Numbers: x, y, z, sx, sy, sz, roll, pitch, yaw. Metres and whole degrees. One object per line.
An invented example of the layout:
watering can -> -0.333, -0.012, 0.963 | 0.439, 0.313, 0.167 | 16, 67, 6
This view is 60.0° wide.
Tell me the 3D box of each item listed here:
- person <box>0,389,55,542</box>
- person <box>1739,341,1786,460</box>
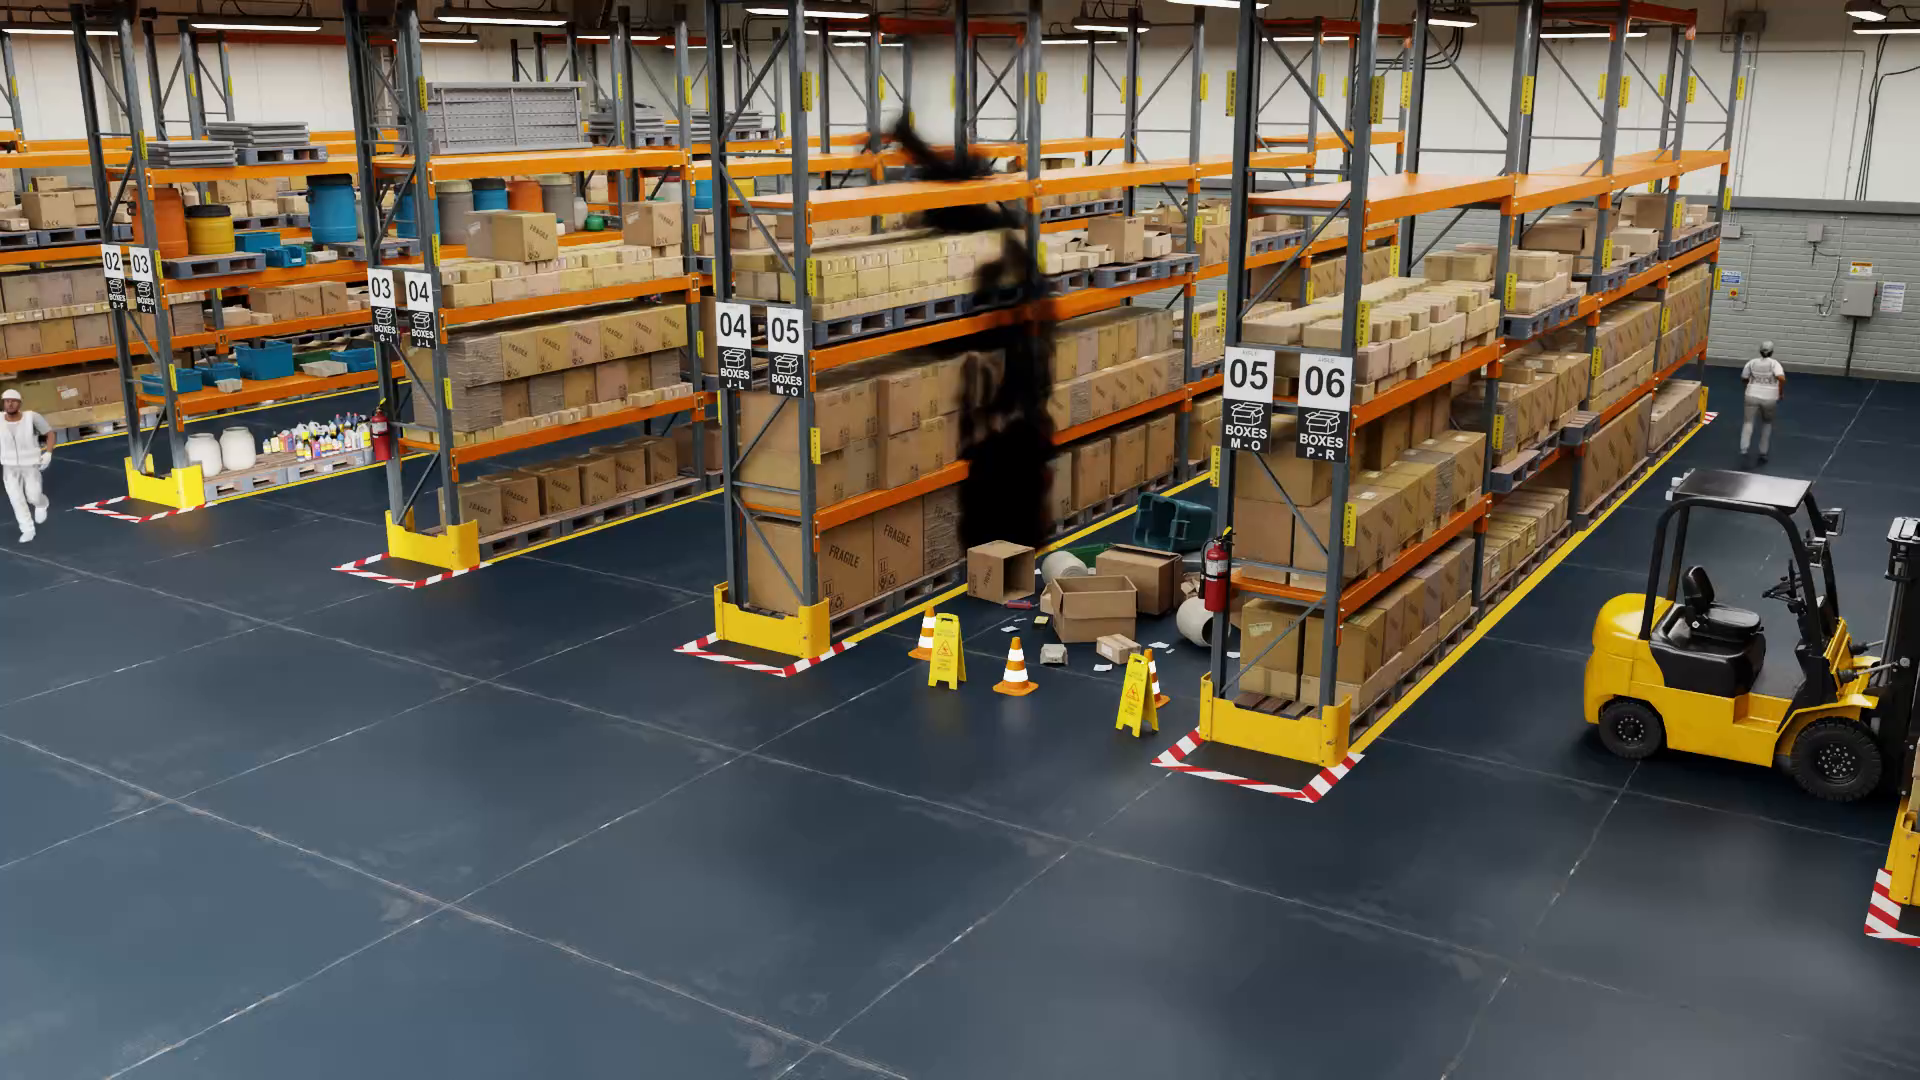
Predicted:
person -> -10.824, -0.894, 19.216 | 0.717, 1.741, 0.659 | -5, 16, -19
person -> 11.021, -1.898, 22.900 | 0.594, 1.696, 0.875 | 9, 18, 30
